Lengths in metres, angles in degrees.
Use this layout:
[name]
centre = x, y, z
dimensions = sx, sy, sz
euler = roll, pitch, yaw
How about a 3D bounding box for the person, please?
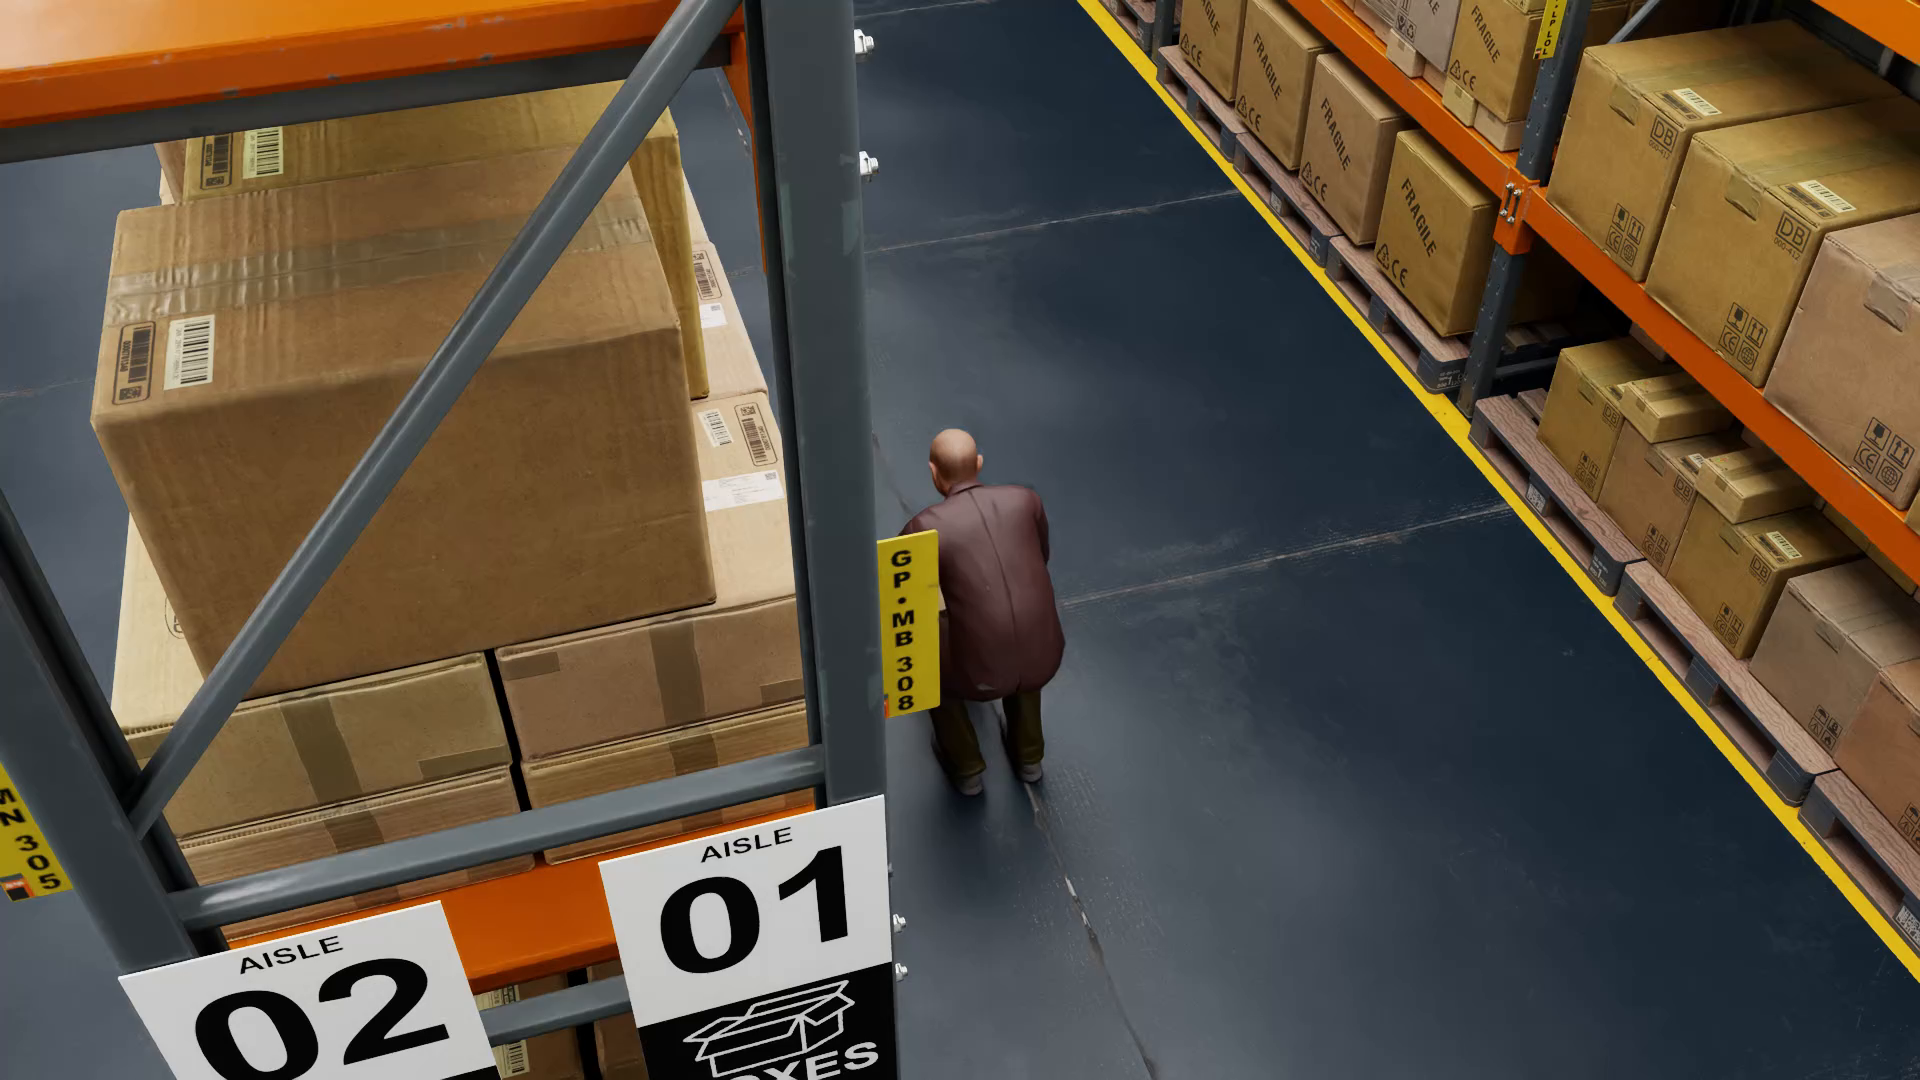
[person]
centre = 0.066, 0.316, 6.116
dimensions = 0.631, 1.382, 0.735
euler = -12, 43, -13
